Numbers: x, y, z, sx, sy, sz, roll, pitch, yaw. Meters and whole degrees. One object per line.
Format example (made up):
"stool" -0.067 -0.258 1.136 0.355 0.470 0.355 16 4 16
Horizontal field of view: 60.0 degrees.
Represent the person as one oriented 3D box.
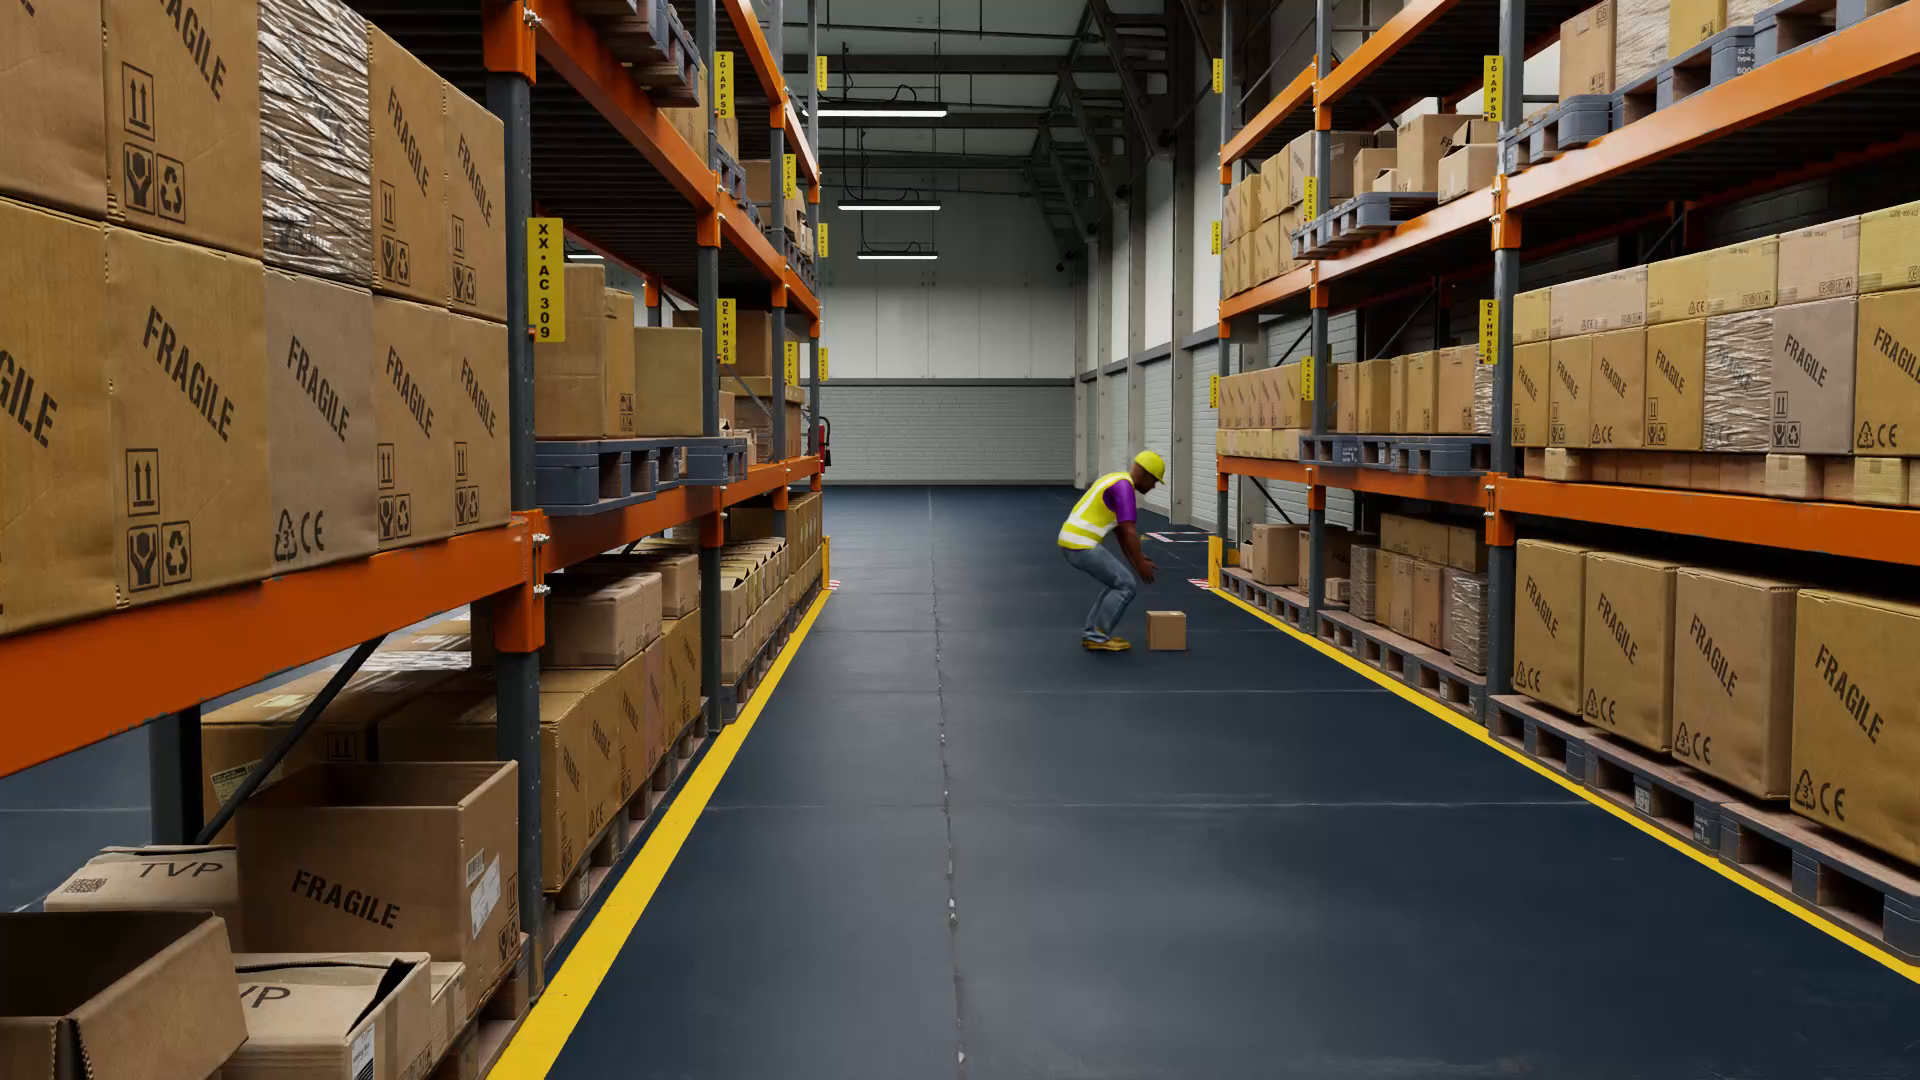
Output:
"person" 1.075 0.068 11.820 0.763 1.403 0.631 0 4 0
